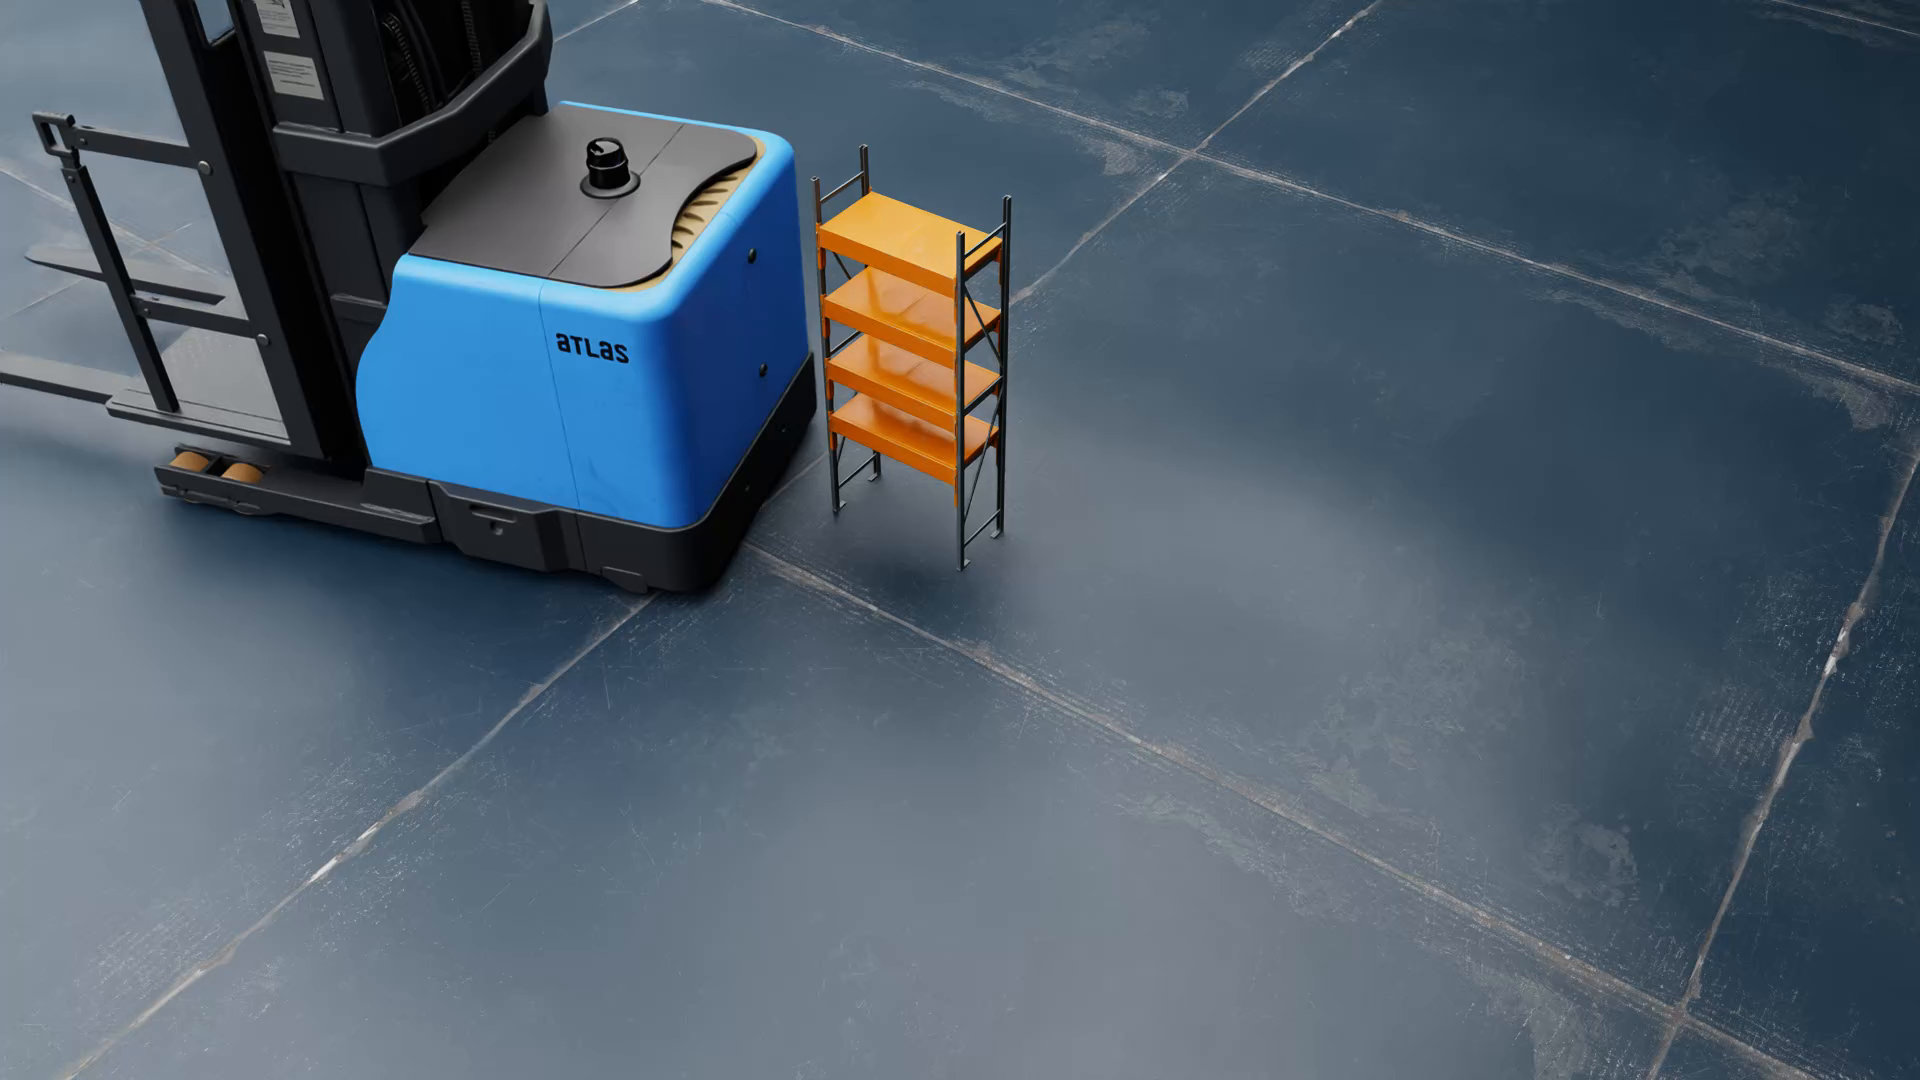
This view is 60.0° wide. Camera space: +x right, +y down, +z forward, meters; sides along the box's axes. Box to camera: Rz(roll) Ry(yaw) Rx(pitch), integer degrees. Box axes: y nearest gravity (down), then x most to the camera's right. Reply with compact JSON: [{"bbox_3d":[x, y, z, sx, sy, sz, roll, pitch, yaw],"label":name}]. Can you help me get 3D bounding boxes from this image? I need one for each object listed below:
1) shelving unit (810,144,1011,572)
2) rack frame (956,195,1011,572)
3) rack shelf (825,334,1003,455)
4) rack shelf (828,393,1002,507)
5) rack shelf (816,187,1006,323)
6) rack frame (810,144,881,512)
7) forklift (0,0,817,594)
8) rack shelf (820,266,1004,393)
[{"bbox_3d":[-0.136,-0.511,4.921,0.503,1.200,0.258,25,48,25],"label":"shelving unit"},{"bbox_3d":[0.064,-0.417,4.816,0.015,1.200,0.240,25,48,25],"label":"rack frame"},{"bbox_3d":[-0.136,-0.460,4.966,0.480,0.148,0.258,25,48,25],"label":"rack shelf"},{"bbox_3d":[-0.136,-0.312,5.098,0.480,0.148,0.258,25,48,25],"label":"rack shelf"},{"bbox_3d":[-0.136,-0.803,4.659,0.480,0.148,0.258,25,48,25],"label":"rack shelf"},{"bbox_3d":[-0.335,-0.604,5.025,0.015,1.200,0.240,25,48,25],"label":"rack frame"},{"bbox_3d":[-2.060,-1.497,4.725,3.031,2.935,1.130,12,43,13],"label":"forklift"},{"bbox_3d":[-0.136,-0.627,4.816,0.480,0.148,0.258,25,48,25],"label":"rack shelf"}]
